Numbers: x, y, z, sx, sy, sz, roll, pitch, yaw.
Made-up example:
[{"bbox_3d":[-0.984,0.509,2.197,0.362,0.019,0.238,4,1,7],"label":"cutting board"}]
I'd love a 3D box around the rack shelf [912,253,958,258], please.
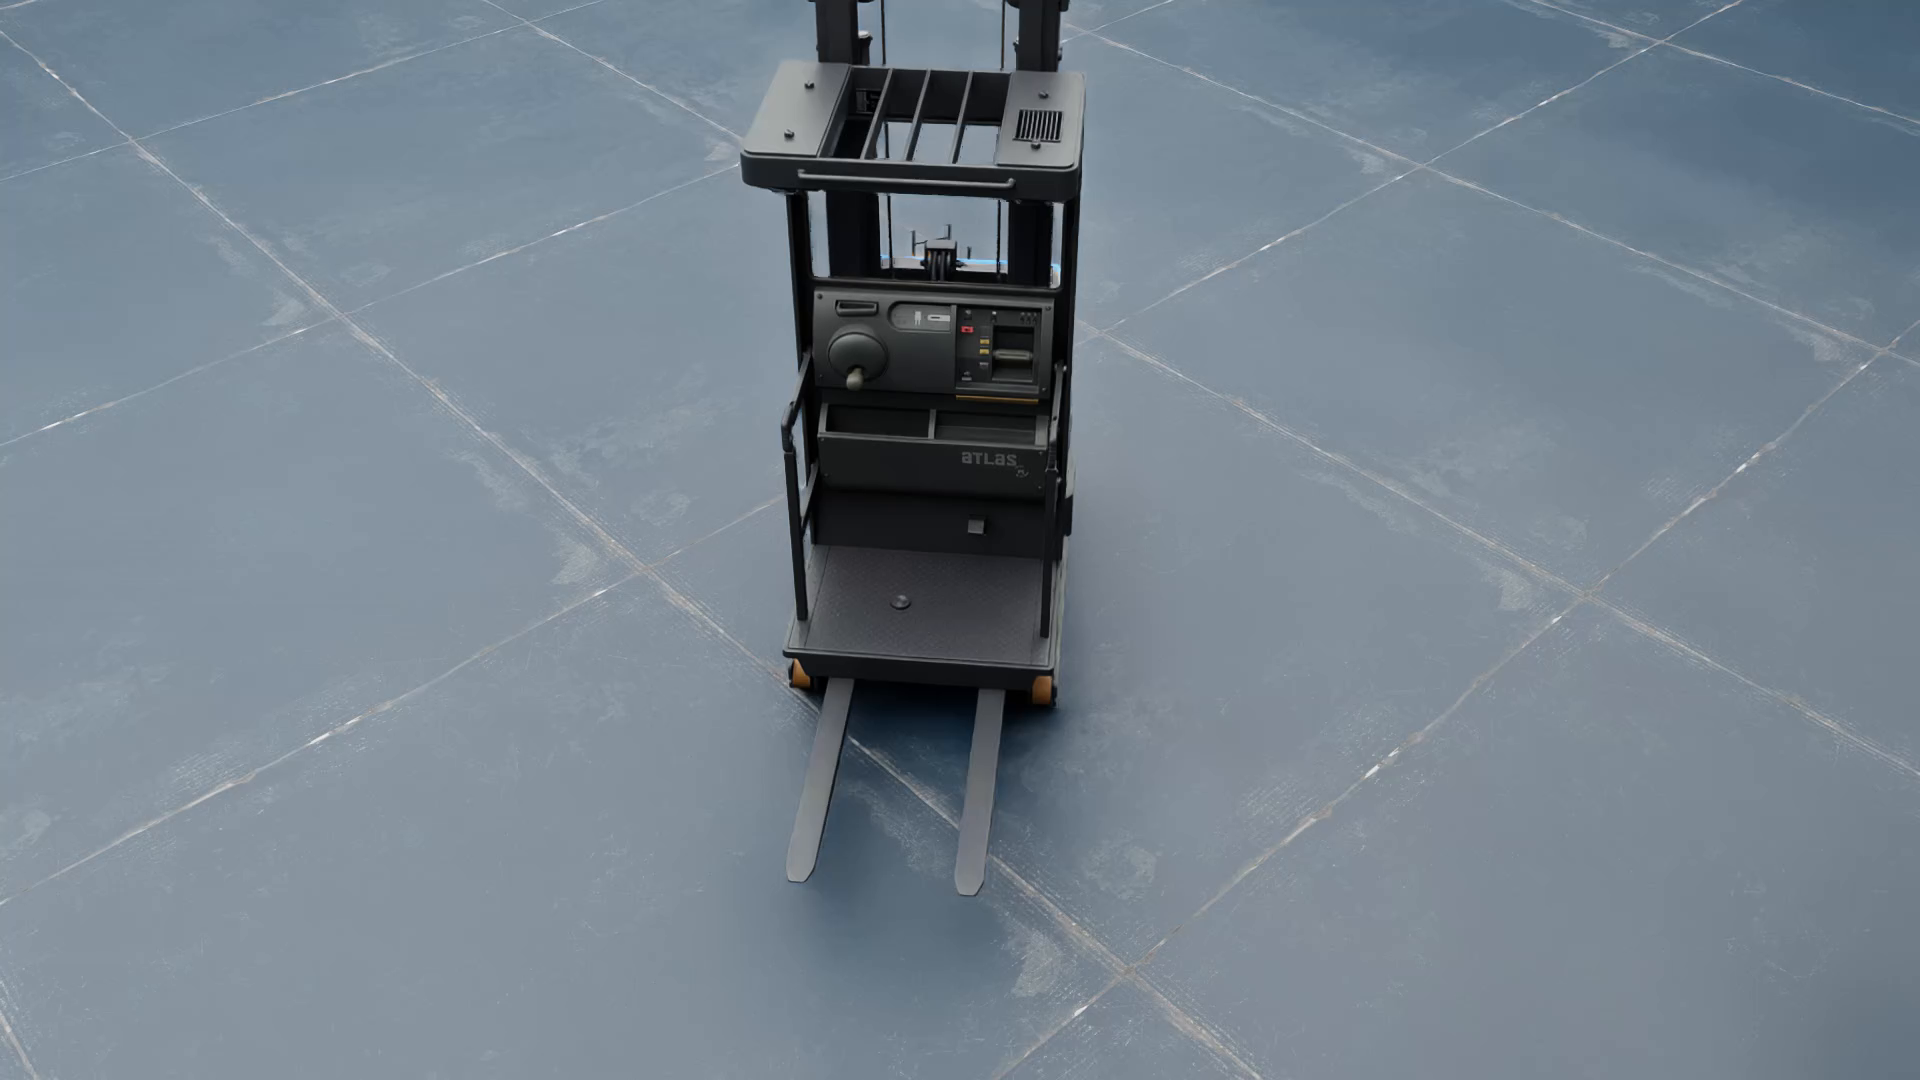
[{"bbox_3d":[-0.090,-1.227,7.995,0.215,0.259,0.240,-14,41,-18],"label":"rack shelf"}]

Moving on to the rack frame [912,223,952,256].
[{"bbox_3d":[-0.141,-1.085,8.254,0.200,1.050,0.008,-14,41,-18],"label":"rack frame"}]

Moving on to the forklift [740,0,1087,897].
[{"bbox_3d":[-0.124,-0.682,6.262,1.130,2.935,3.031,4,39,5],"label":"forklift"}]

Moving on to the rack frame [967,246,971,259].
[{"bbox_3d":[-0.048,-0.943,8.079,0.200,1.050,0.008,-14,41,-18],"label":"rack frame"}]

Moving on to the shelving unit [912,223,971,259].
[{"bbox_3d":[-0.095,-1.014,8.166,0.215,1.050,0.252,-14,41,-18],"label":"shelving unit"}]
